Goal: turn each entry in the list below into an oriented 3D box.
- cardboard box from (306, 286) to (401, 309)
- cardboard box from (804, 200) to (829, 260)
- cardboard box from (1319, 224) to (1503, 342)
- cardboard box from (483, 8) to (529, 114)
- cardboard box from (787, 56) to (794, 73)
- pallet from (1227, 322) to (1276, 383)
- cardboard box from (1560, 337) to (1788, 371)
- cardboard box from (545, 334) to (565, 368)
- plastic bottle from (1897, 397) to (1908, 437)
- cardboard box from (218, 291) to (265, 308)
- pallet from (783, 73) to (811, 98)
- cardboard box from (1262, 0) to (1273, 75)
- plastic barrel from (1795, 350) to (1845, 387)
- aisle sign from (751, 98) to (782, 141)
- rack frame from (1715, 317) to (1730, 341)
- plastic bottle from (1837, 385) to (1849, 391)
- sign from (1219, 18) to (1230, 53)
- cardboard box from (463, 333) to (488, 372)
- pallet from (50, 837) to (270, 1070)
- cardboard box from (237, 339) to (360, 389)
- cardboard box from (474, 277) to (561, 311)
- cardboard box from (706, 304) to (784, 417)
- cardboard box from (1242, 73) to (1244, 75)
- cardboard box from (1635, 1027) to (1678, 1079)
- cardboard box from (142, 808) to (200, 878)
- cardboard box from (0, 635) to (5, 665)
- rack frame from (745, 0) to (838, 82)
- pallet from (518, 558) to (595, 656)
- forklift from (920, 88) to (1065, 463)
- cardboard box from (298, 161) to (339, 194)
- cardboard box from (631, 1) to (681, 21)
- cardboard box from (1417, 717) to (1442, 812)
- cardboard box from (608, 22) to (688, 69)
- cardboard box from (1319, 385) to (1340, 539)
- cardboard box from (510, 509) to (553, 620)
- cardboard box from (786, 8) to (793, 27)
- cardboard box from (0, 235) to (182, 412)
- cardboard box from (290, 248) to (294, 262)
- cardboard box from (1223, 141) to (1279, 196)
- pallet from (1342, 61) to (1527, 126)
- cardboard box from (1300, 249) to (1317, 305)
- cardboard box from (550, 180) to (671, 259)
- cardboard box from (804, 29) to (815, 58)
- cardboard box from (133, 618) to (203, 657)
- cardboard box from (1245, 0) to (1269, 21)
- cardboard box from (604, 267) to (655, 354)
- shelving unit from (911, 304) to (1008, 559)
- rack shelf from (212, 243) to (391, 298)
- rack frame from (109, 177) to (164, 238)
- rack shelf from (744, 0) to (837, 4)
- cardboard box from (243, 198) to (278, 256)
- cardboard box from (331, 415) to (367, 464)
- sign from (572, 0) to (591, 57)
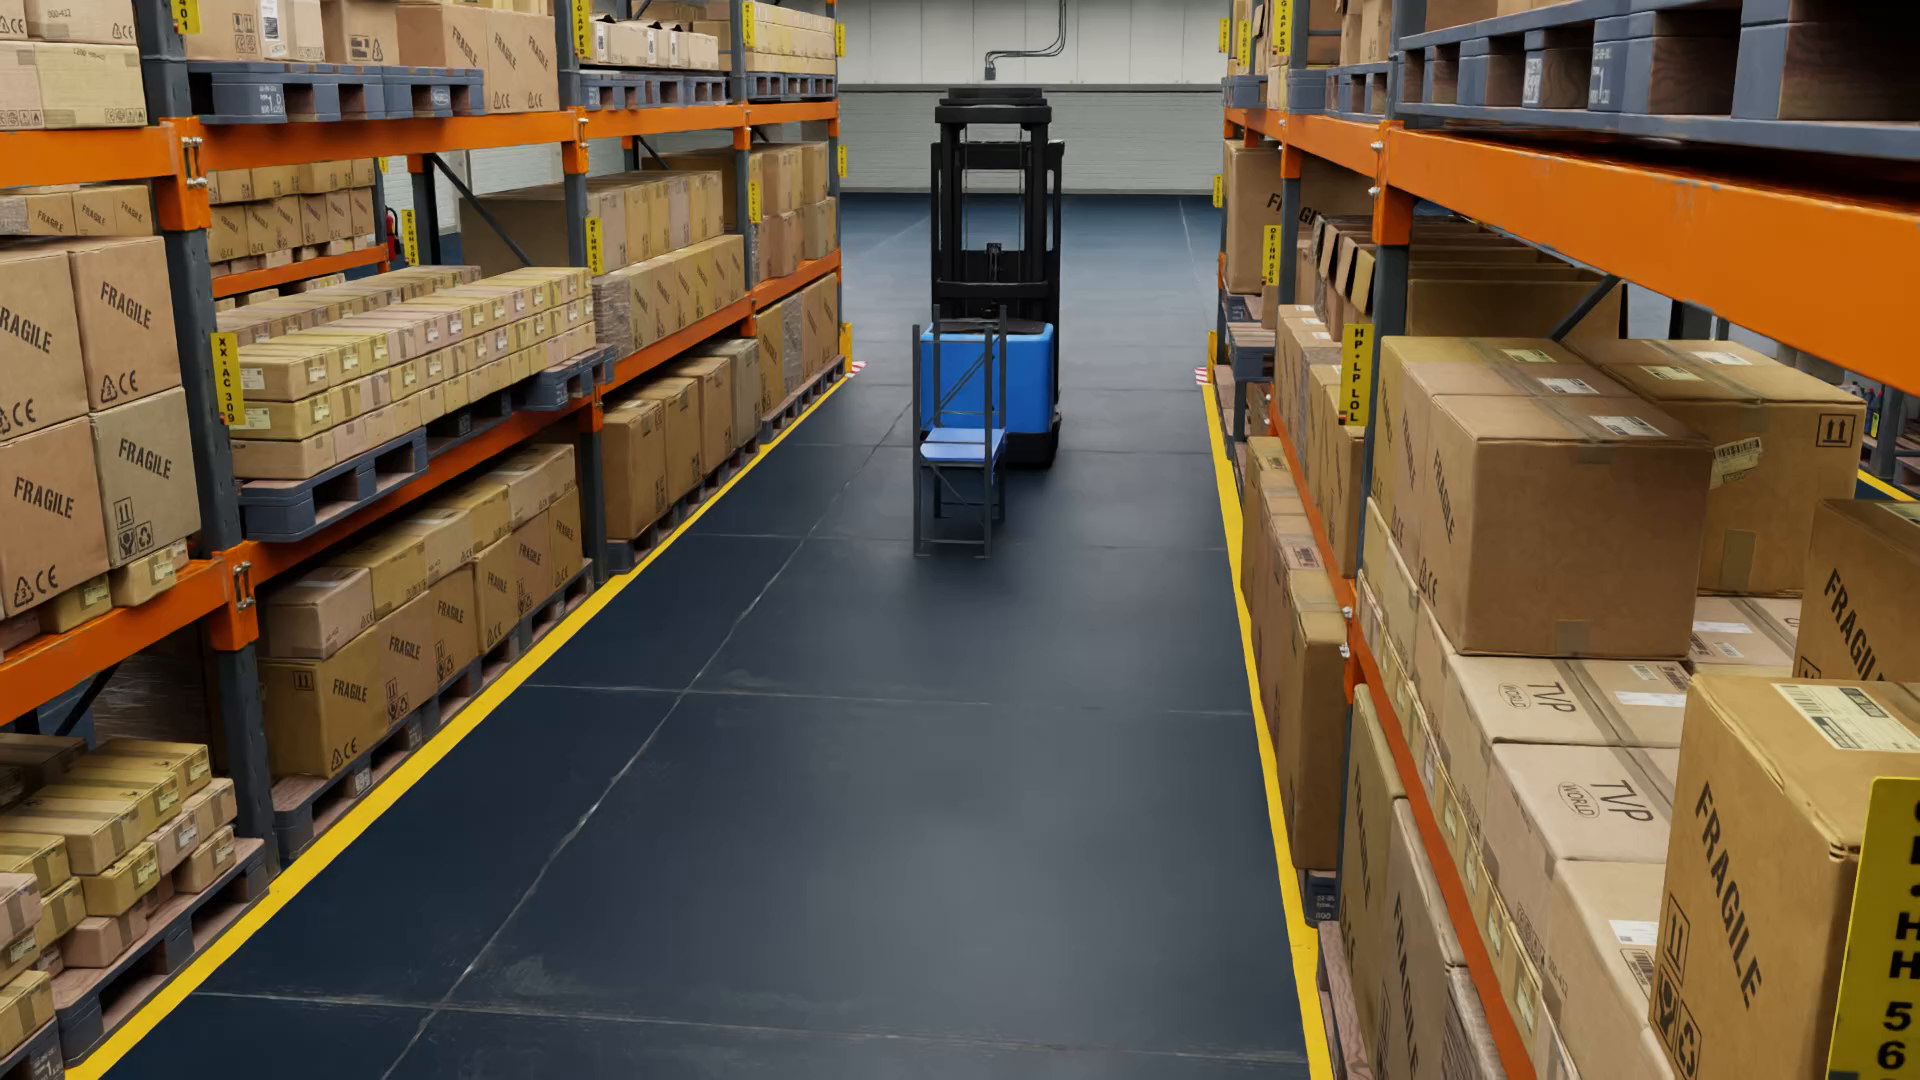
[{"bbox_3d":[-3.028,-1.180,8.317,0.380,0.149,0.250,2,15,9],"label":"cardboard box"},{"bbox_3d":[-1.799,-3.104,16.609,0.875,0.550,0.550,2,15,6],"label":"cardboard box"},{"bbox_3d":[2.078,-1.200,7.740,0.797,0.503,0.637,2,15,8],"label":"cardboard box"},{"bbox_3d":[-2.520,-2.409,8.385,0.500,0.500,0.500,2,15,6],"label":"cardboard box"},{"bbox_3d":[-1.692,-4.228,14.790,0.380,0.149,0.250,2,15,6],"label":"cardboard box"},{"bbox_3d":[2.227,-1.121,9.929,1.213,0.211,1.003,2,15,6],"label":"pallet"},{"bbox_3d":[2.015,-0.294,4.785,0.500,0.500,0.500,2,15,8],"label":"cardboard box"},{"bbox_3d":[-2.322,-1.007,8.816,0.380,0.149,0.250,2,15,7],"label":"cardboard box"},{"bbox_3d":[7.555,-1.022,13.427,0.144,0.351,0.185,2,15,6],"label":"plastic bottle"},{"bbox_3d":[-6.678,-2.215,15.389,0.380,0.149,0.250,2,15,8],"label":"cardboard box"},{"bbox_3d":[-1.970,-4.168,15.253,1.003,0.211,1.213,2,15,6],"label":"pallet"},{"bbox_3d":[2.447,-3.400,11.241,0.797,0.503,0.637,2,15,9],"label":"cardboard box"},{"bbox_3d":[8.022,-1.653,15.492,0.421,0.512,0.421,0,15,0],"label":"plastic barrel"},{"bbox_3d":[-2.052,-4.555,17.280,0.394,0.787,0.004,2,15,6],"label":"aisle sign"},{"bbox_3d":[8.076,-2.955,16.342,1.000,3.000,0.127,2,15,6],"label":"rack frame"},{"bbox_3d":[7.492,-1.166,14.102,0.152,0.276,0.135,2,15,7],"label":"plastic bottle"},{"bbox_3d":[2.616,-4.986,16.435,0.100,0.325,0.005,2,15,6],"label":"sign"},{"bbox_3d":[-2.440,-0.880,7.776,0.380,0.149,0.250,1,15,5],"label":"cardboard box"},{"bbox_3d":[-3.156,1.361,5.725,1.003,0.211,1.213,2,15,6],"label":"pallet"},{"bbox_3d":[-2.589,-0.690,6.505,0.380,0.149,0.250,2,15,8],"label":"cardboard box"},{"bbox_3d":[-2.324,-1.293,8.734,0.380,0.149,0.250,2,15,8],"label":"cardboard box"},{"bbox_3d":[-2.073,-1.573,14.500,0.875,0.875,0.875,2,15,7],"label":"cardboard box"},{"bbox_3d":[2.565,-3.700,13.639,0.500,0.250,0.500,2,15,8],"label":"cardboard box"},{"bbox_3d":[1.141,0.845,2.010,0.500,0.250,0.500,1,15,5],"label":"cardboard box"},{"bbox_3d":[-2.854,1.031,5.690,0.380,0.149,0.250,1,15,4],"label":"cardboard box"},{"bbox_3d":[-2.980,0.317,4.725,0.380,0.149,0.250,1,15,4],"label":"cardboard box"},{"bbox_3d":[-1.762,-6.169,16.736,1.000,3.000,0.127,2,15,6],"label":"rack frame"},{"bbox_3d":[-2.754,0.351,9.460,1.003,0.211,1.213,2,15,6],"label":"pallet"},{"bbox_3d":[0.324,-2.359,14.270,1.130,2.935,3.031,1,15,5],"label":"forklift"},{"bbox_3d":[-6.552,-3.662,16.280,0.700,0.500,0.500,2,15,6],"label":"cardboard box"},{"bbox_3d":[-2.489,-4.302,13.537,0.380,0.149,0.250,2,15,6],"label":"cardboard box"},{"bbox_3d":[1.291,0.536,3.914,0.380,0.149,0.250,2,15,7],"label":"cardboard box"},{"bbox_3d":[-2.192,-3.430,11.529,0.500,0.311,0.500,1,15,4],"label":"cardboard box"},{"bbox_3d":[1.645,-0.294,6.311,0.500,0.500,0.500,2,15,8],"label":"cardboard box"},{"bbox_3d":[-2.541,0.119,8.960,0.500,0.500,0.500,2,15,9],"label":"cardboard box"},{"bbox_3d":[-1.692,-4.613,14.685,0.380,0.149,0.250,2,15,6],"label":"cardboard box"},{"bbox_3d":[-2.900,-0.705,5.346,0.500,0.500,0.500,1,15,4],"label":"cardboard box"},{"bbox_3d":[-6.713,-2.772,16.148,0.380,0.149,0.250,2,15,6],"label":"cardboard box"},{"bbox_3d":[2.759,-3.511,15.723,0.500,0.500,0.500,2,15,6],"label":"cardboard box"},{"bbox_3d":[1.856,-1.583,5.890,0.805,0.209,1.217,1,15,4],"label":"pallet"},{"bbox_3d":[2.274,-1.418,9.663,0.500,0.500,0.500,0,15,-1],"label":"cardboard box"},{"bbox_3d":[-2.435,-2.242,11.599,0.700,0.500,0.500,2,15,6],"label":"cardboard box"},{"bbox_3d":[-1.654,-4.648,15.579,0.500,0.250,0.500,2,15,6],"label":"cardboard box"},{"bbox_3d":[-3.283,0.281,6.925,0.500,0.250,0.500,1,15,5],"label":"cardboard box"},{"bbox_3d":[2.501,-4.068,12.996,0.500,0.500,0.500,1,15,5],"label":"cardboard box"},{"bbox_3d":[-2.291,-1.487,10.722,0.500,0.500,0.500,2,15,6],"label":"cardboard box"},{"bbox_3d":[0.010,-0.746,11.048,0.538,1.500,1.048,2,15,6],"label":"shelving unit"},{"bbox_3d":[-6.917,-2.526,16.137,1.077,0.370,4.000,2,15,6],"label":"rack shelf"},{"bbox_3d":[-7.143,-2.355,14.125,1.000,3.000,0.127,2,15,6],"label":"rack frame"},{"bbox_3d":[-1.987,-5.110,14.964,1.077,0.370,4.000,2,15,6],"label":"rack shelf"},{"bbox_3d":[-6.713,-2.913,15.429,0.500,0.500,0.500,2,15,6],"label":"cardboard box"},{"bbox_3d":[-2.589,-0.403,6.581,0.380,0.149,0.250,2,15,7],"label":"cardboard box"},{"bbox_3d":[-2.126,-2.879,9.326,0.100,0.325,0.005,2,15,6],"label":"sign"}]
